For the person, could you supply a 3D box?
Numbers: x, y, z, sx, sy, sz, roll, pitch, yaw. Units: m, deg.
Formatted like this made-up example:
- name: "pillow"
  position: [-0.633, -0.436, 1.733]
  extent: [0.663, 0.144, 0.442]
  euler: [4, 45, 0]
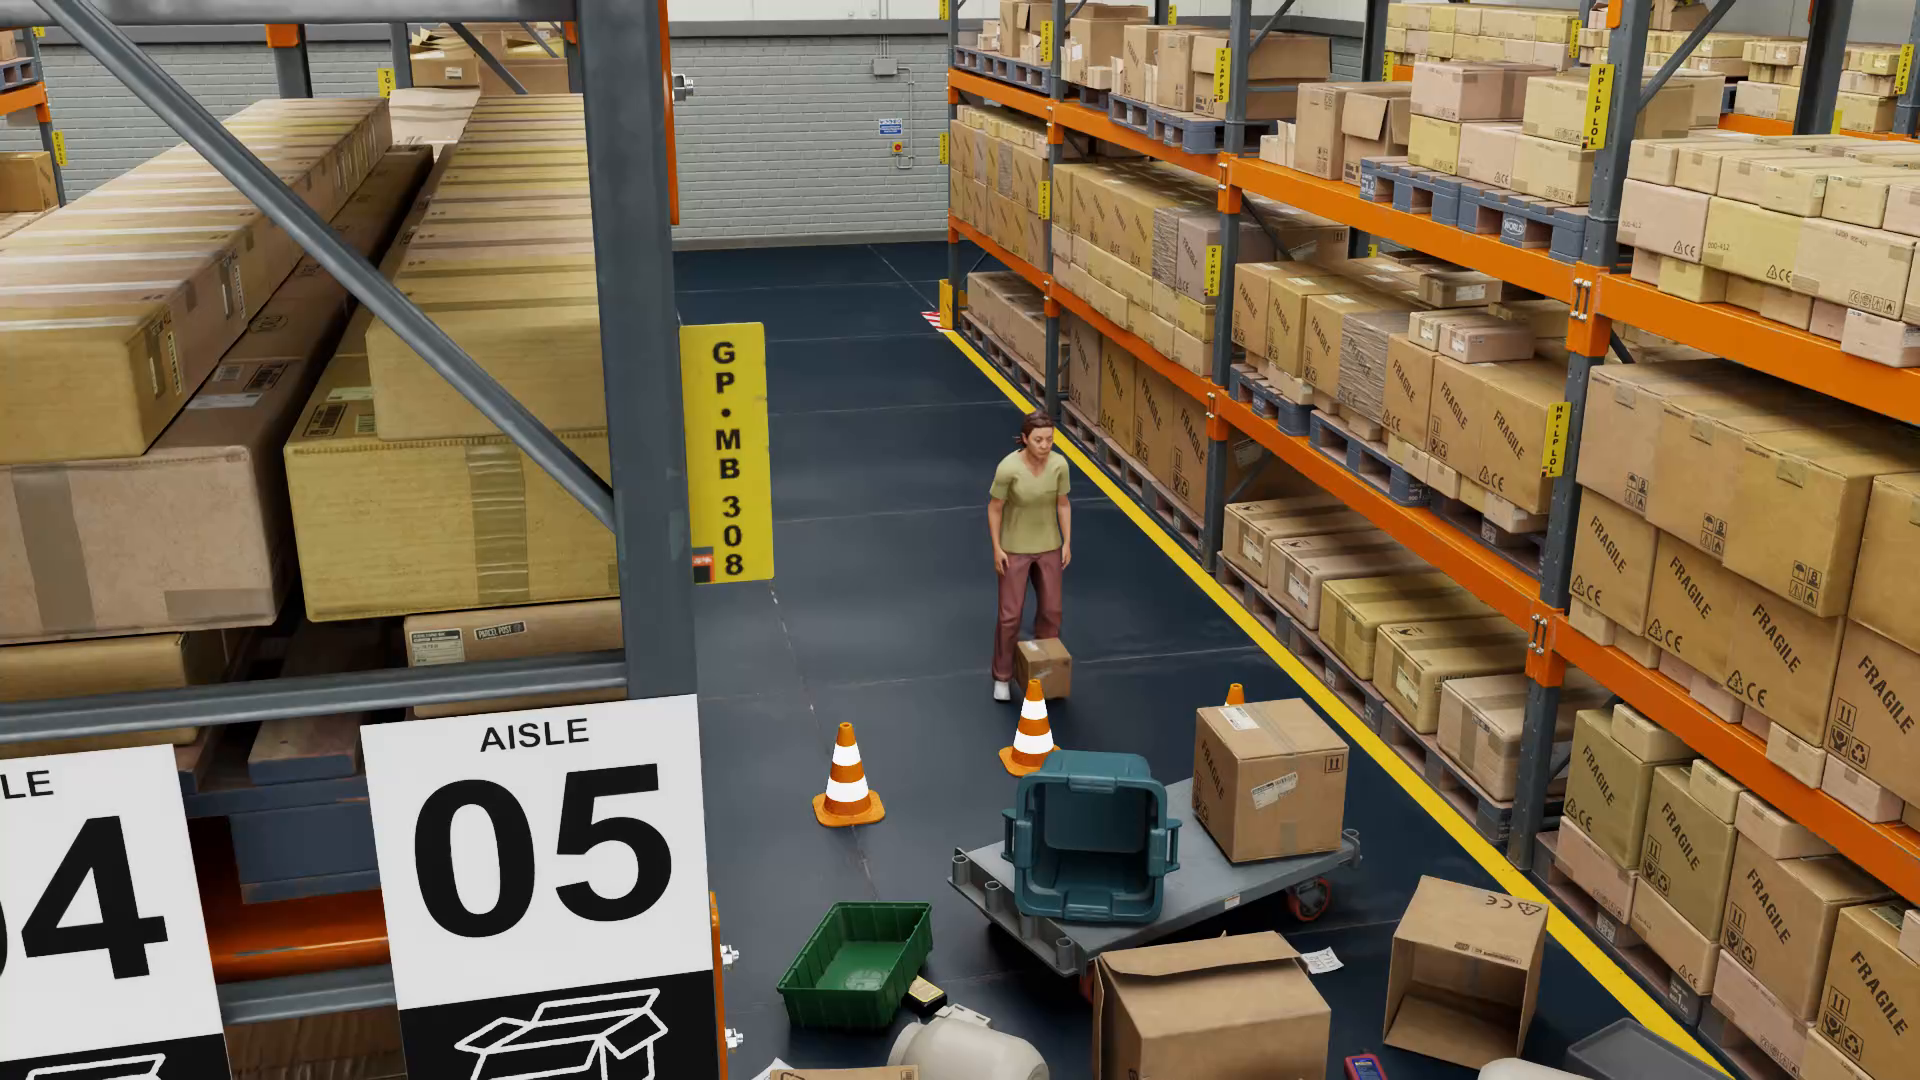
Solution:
- name: "person"
  position: [0.405, 0.069, 9.378]
  extent: [0.489, 1.674, 0.356]
  euler: [-5, 20, -14]
